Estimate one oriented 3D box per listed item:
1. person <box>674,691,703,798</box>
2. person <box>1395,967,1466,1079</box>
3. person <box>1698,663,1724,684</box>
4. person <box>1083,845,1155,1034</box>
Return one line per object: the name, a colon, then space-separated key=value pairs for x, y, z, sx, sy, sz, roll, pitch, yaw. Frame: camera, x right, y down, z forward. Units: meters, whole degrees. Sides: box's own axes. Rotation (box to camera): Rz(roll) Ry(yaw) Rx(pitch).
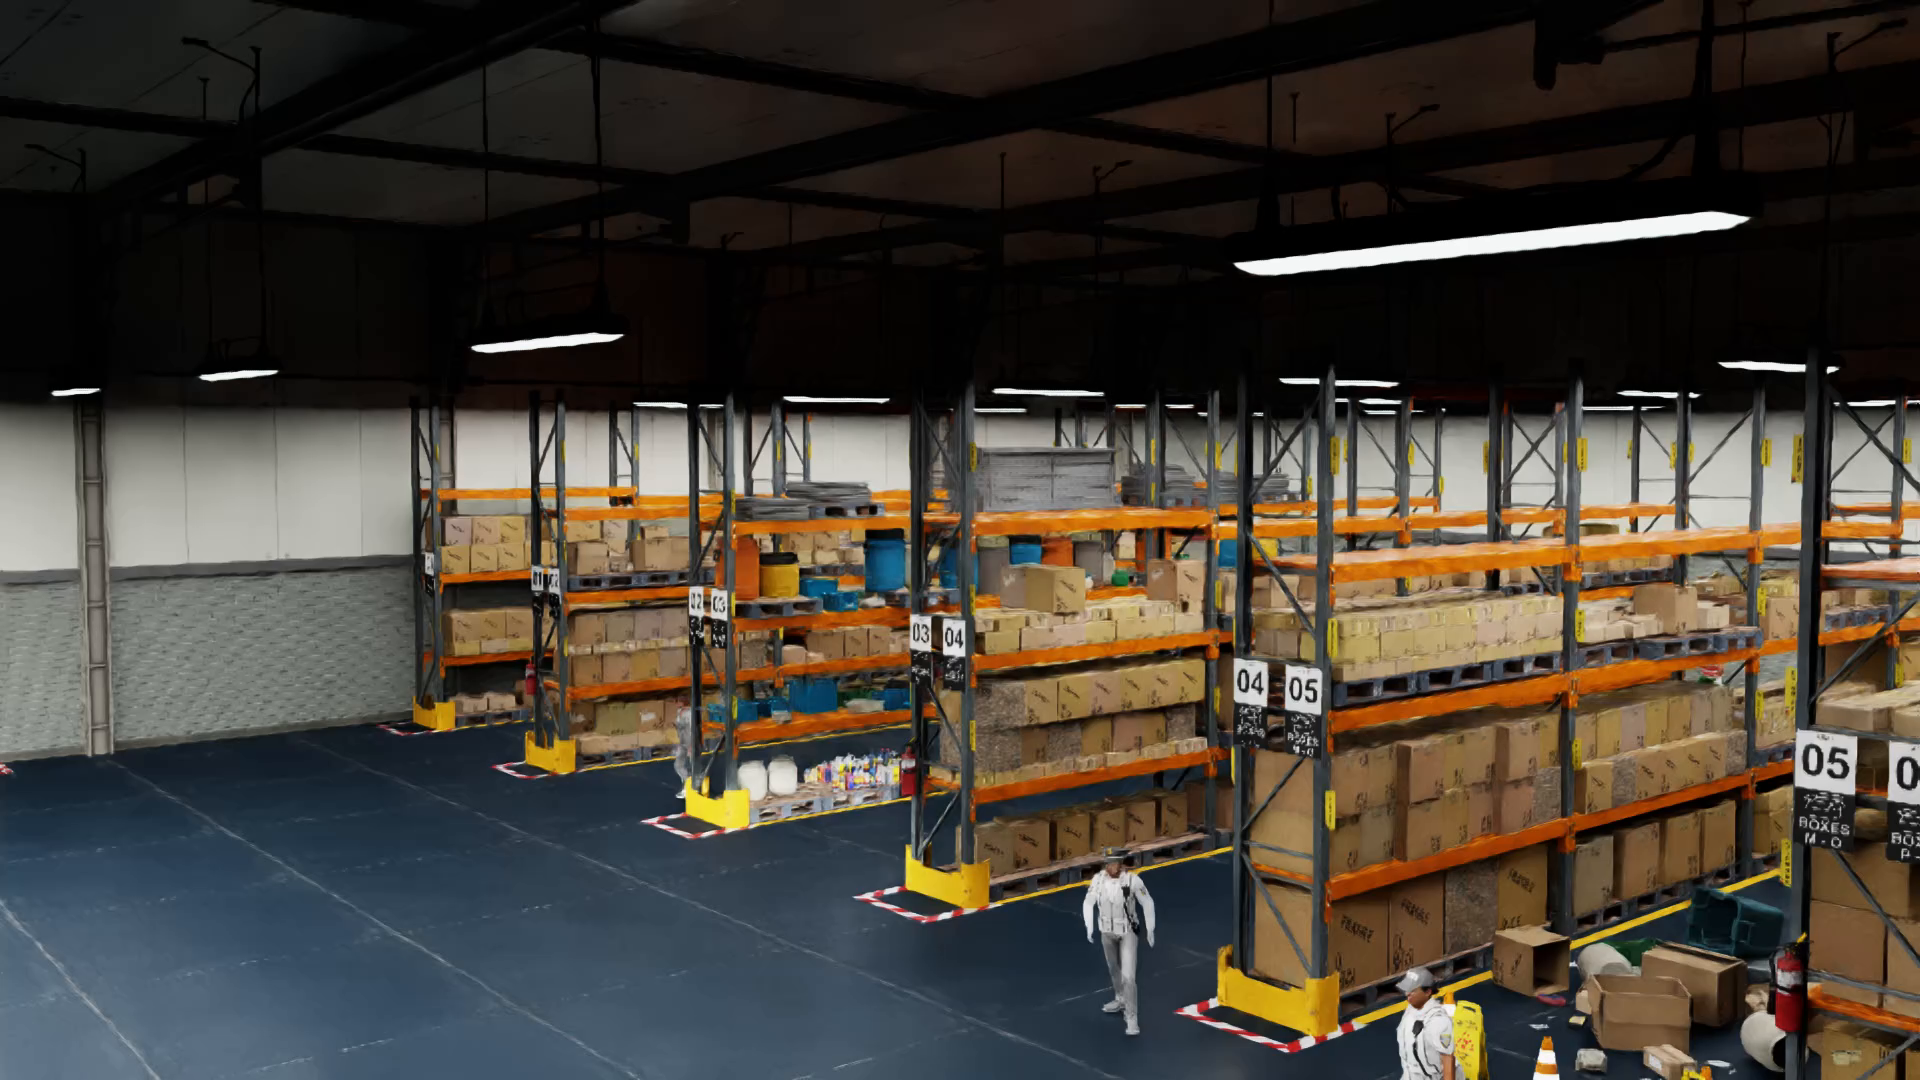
person: x=-3.893 y=2.955 z=24.021 sx=0.473 sy=1.577 sz=0.501 roll=-3 pitch=4 yaw=-38
person: x=3.263 y=3.691 z=11.323 sx=0.939 sy=1.598 sz=0.534 roll=-1 pitch=4 yaw=-18
person: x=13.750 y=2.497 z=30.499 sx=0.960 sy=1.744 sz=0.593 roll=-1 pitch=4 yaw=-16
person: x=1.428 y=3.481 z=14.760 sx=0.638 sy=1.611 sz=0.774 roll=2 pitch=4 yaw=30
